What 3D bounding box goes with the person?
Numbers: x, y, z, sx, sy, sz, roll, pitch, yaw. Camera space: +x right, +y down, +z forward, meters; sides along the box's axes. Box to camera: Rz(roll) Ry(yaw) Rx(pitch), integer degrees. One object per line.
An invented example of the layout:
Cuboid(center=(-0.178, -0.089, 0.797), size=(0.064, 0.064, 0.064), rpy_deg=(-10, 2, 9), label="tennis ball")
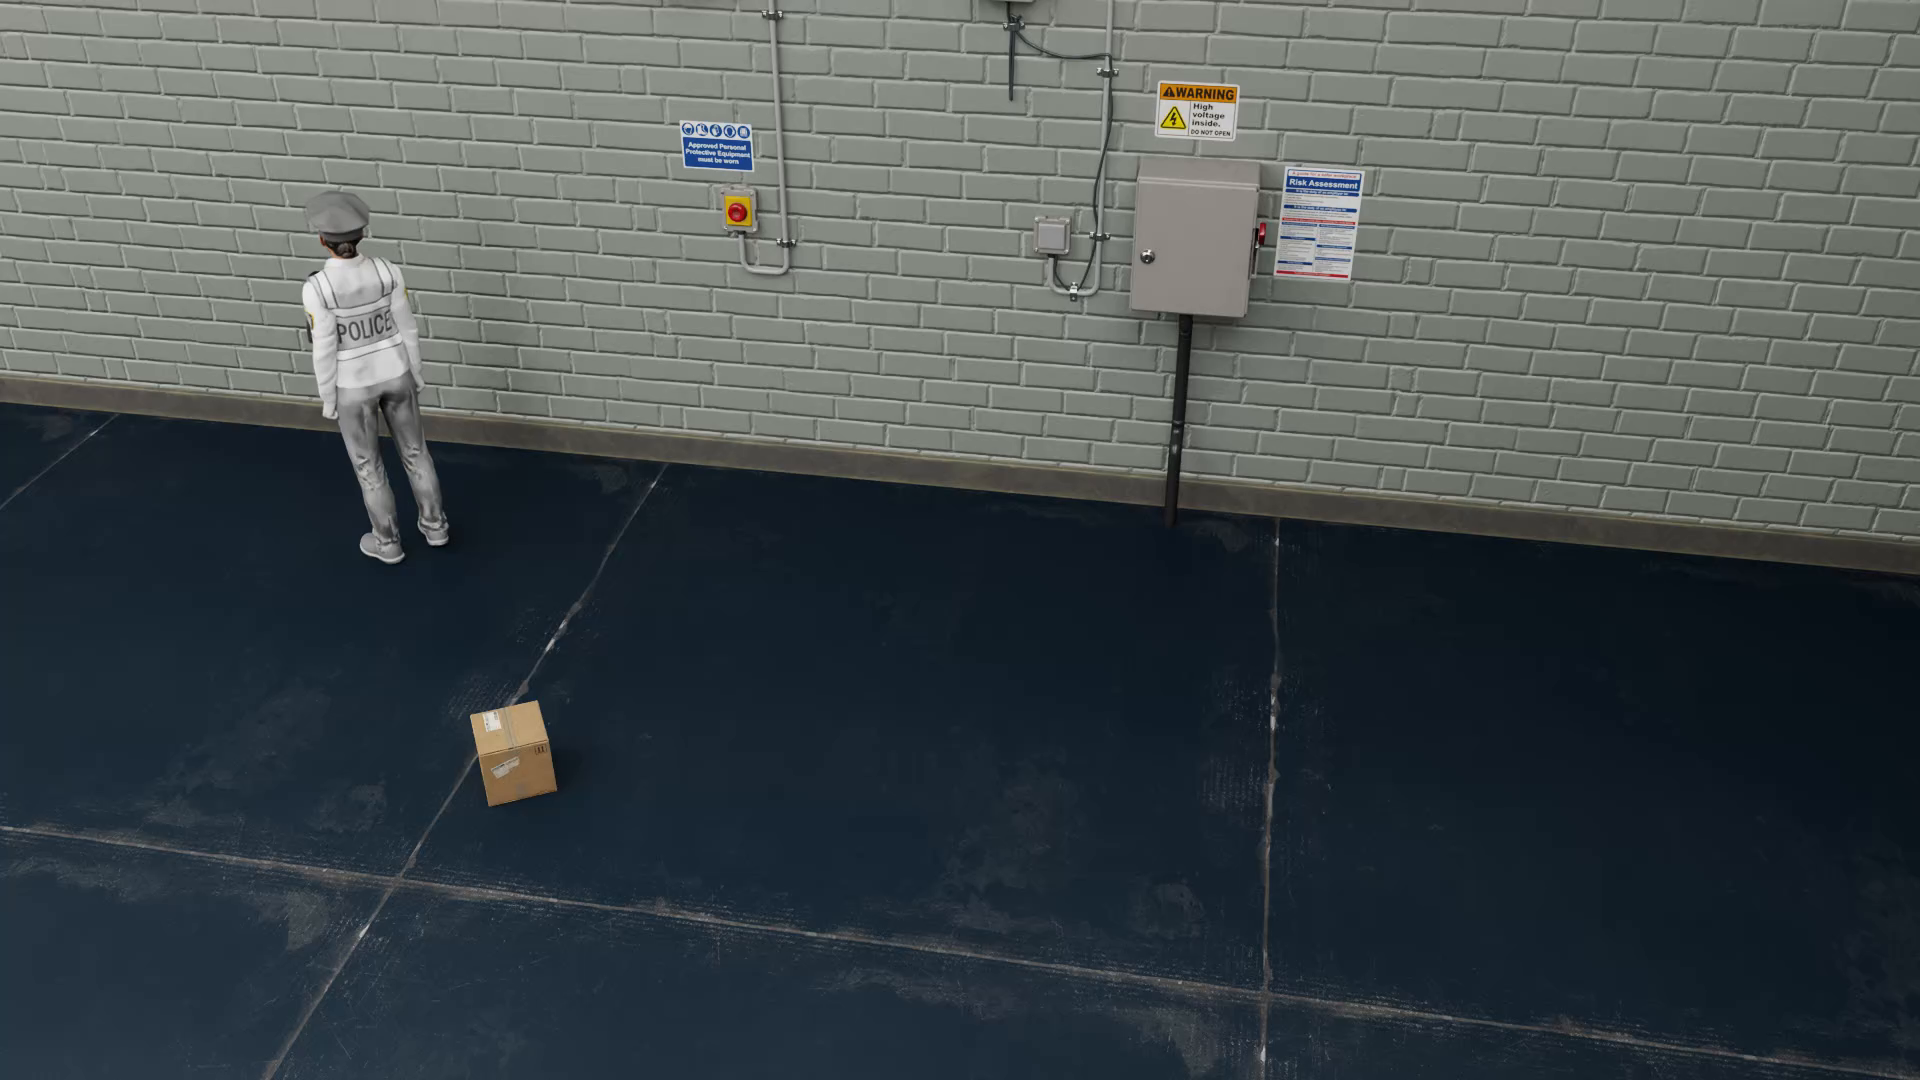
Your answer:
Cuboid(center=(-2.546, -0.669, 7.188), size=(0.465, 1.660, 0.327), rpy_deg=(-25, 40, -33), label="person")
